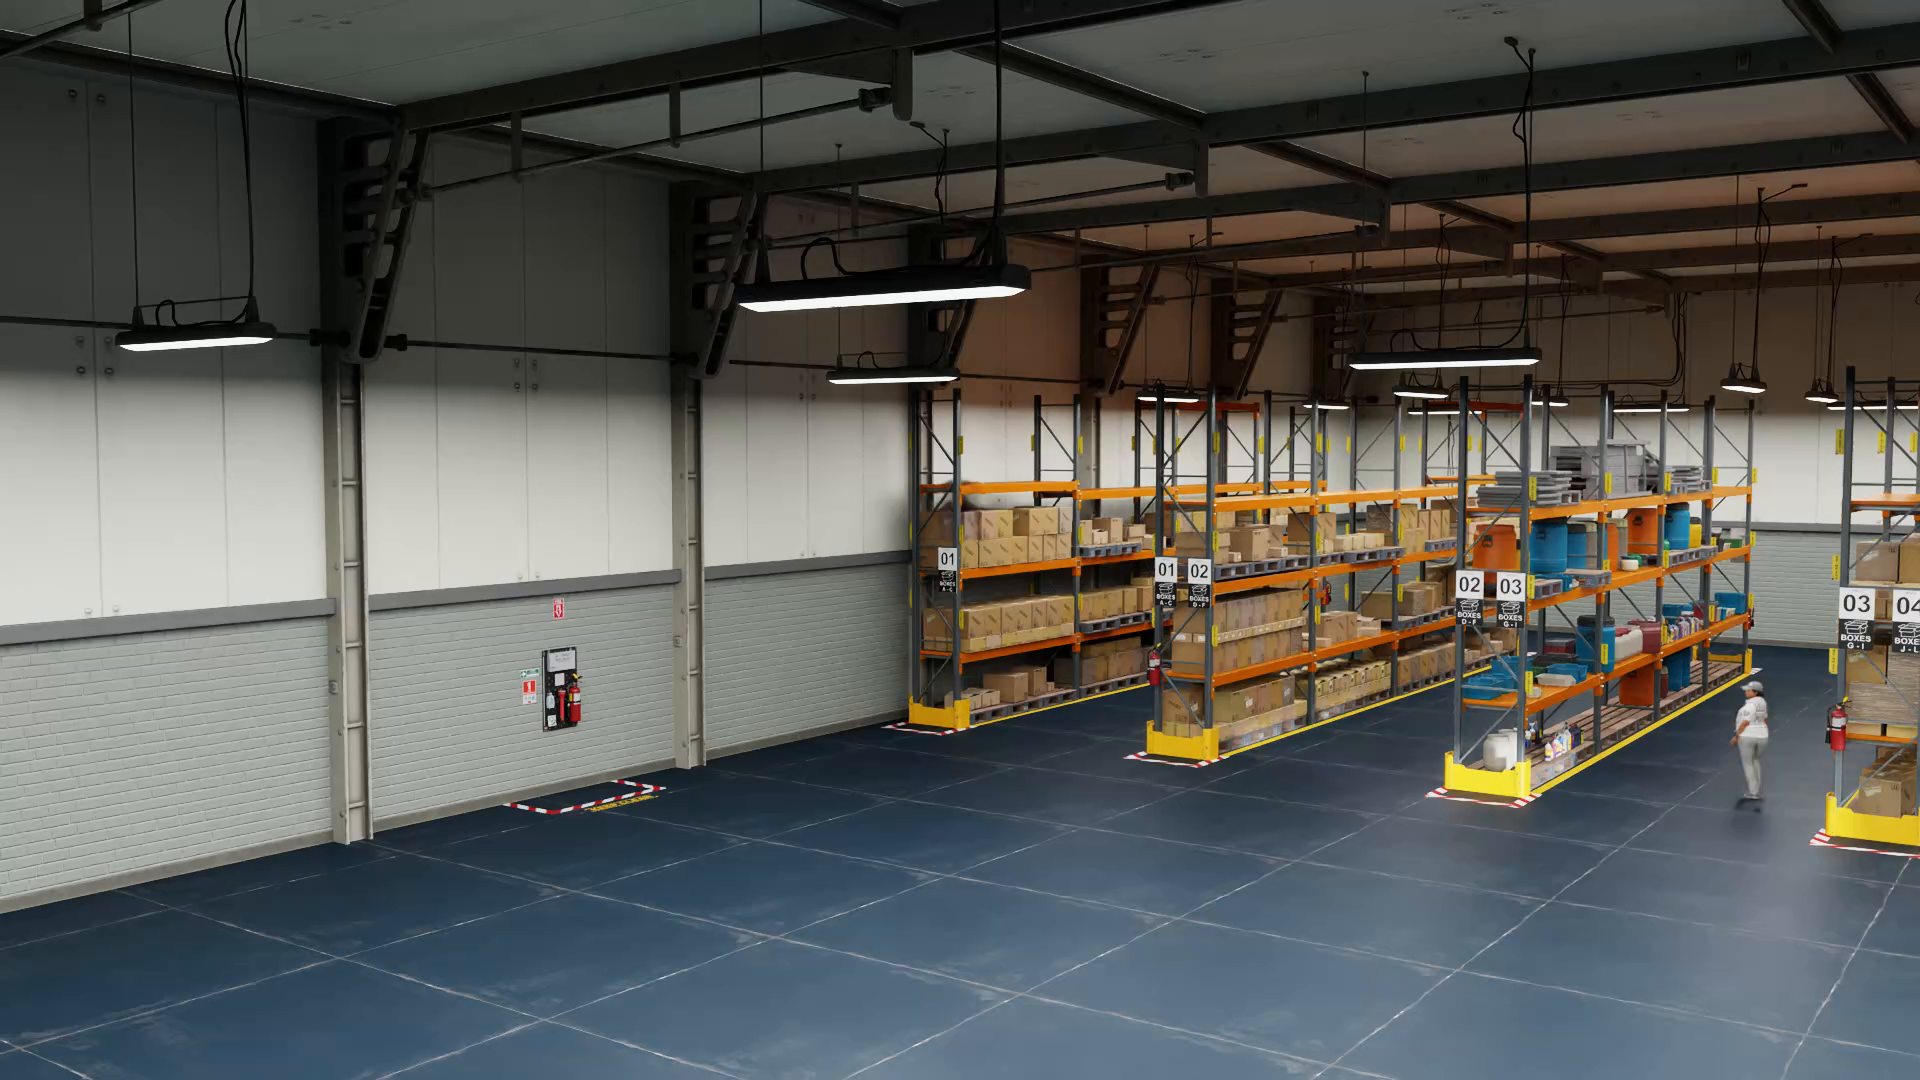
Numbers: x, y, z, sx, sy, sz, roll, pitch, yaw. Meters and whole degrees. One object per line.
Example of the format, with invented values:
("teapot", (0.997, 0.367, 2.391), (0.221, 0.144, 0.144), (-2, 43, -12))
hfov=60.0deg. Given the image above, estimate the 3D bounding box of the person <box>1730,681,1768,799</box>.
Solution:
("person", (11.197, 2.858, 23.553), (0.530, 1.733, 0.515), (-1, 3, -10))
